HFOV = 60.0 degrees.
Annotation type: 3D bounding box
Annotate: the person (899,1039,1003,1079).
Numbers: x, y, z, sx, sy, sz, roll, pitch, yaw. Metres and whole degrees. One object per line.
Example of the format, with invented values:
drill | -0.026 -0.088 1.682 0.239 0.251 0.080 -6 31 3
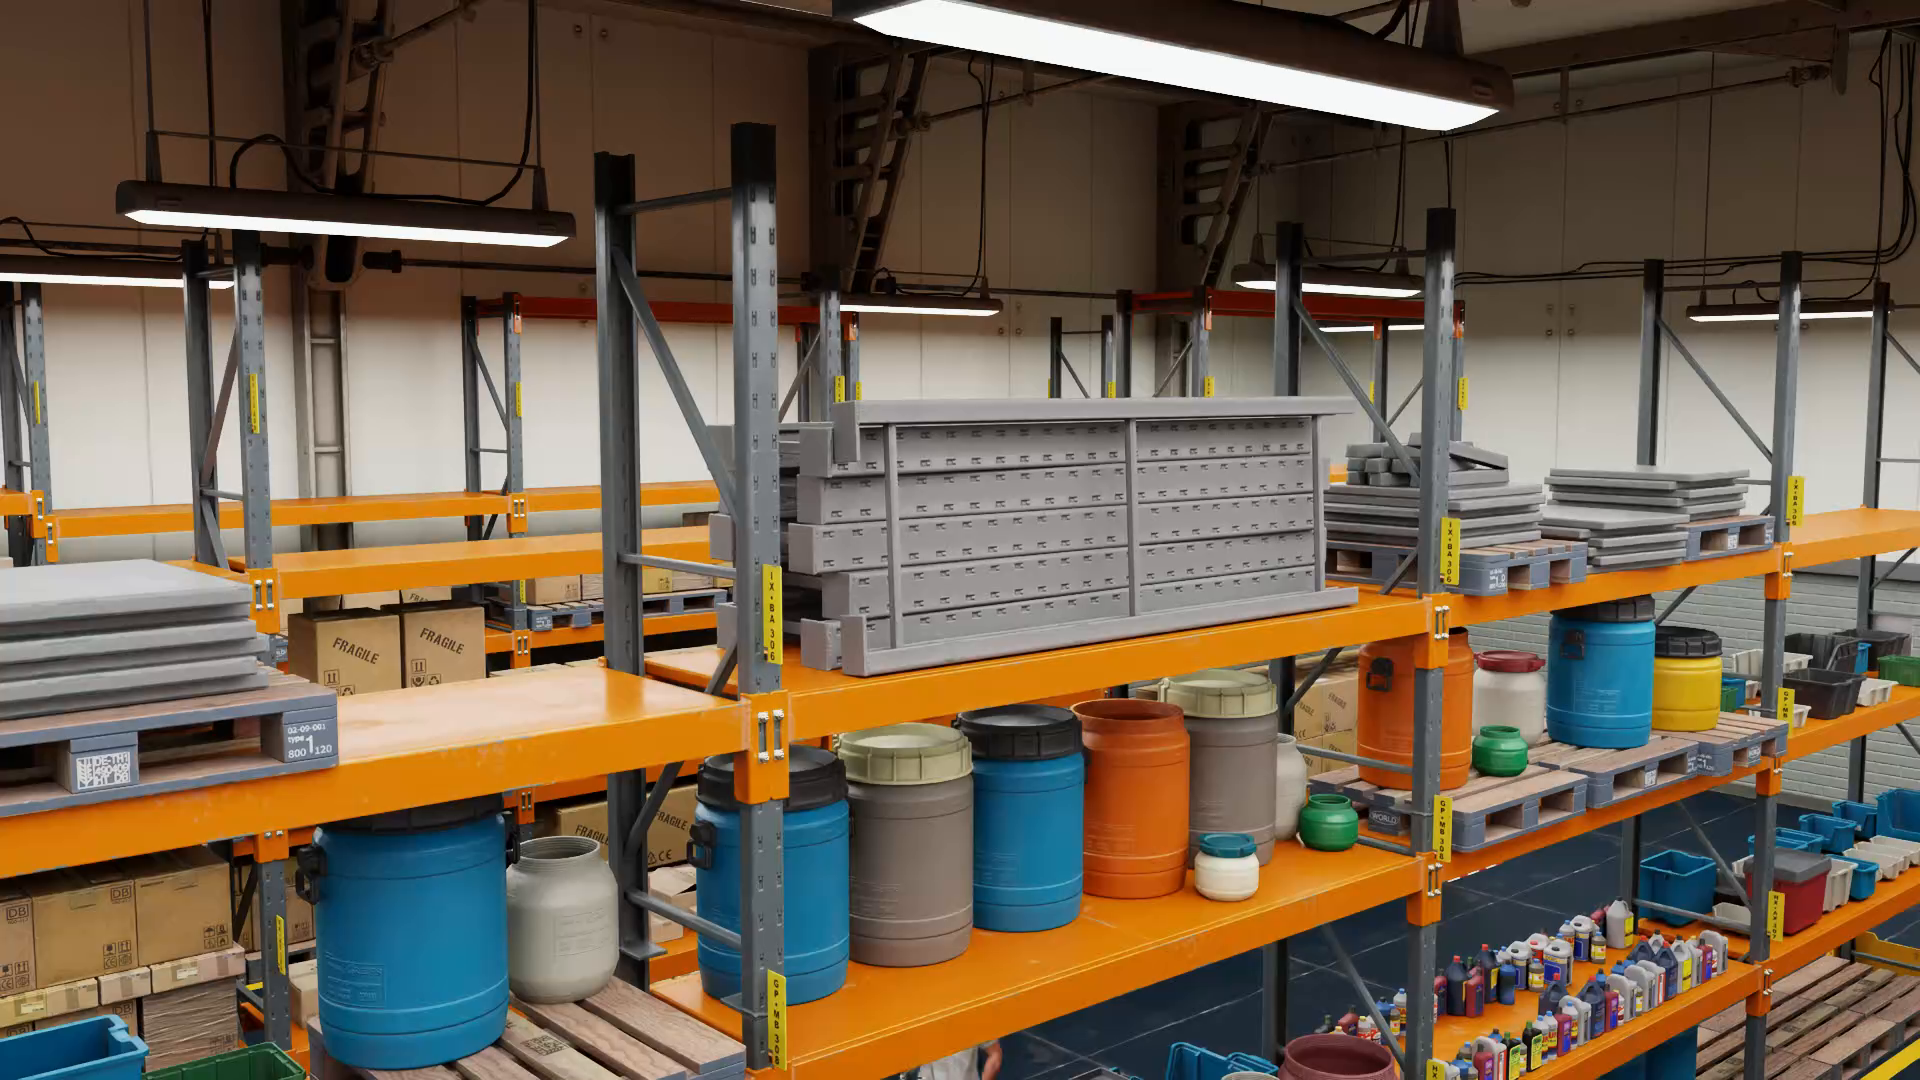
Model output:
person | -0.044 3.360 10.139 0.676 1.721 0.675 4 7 39
